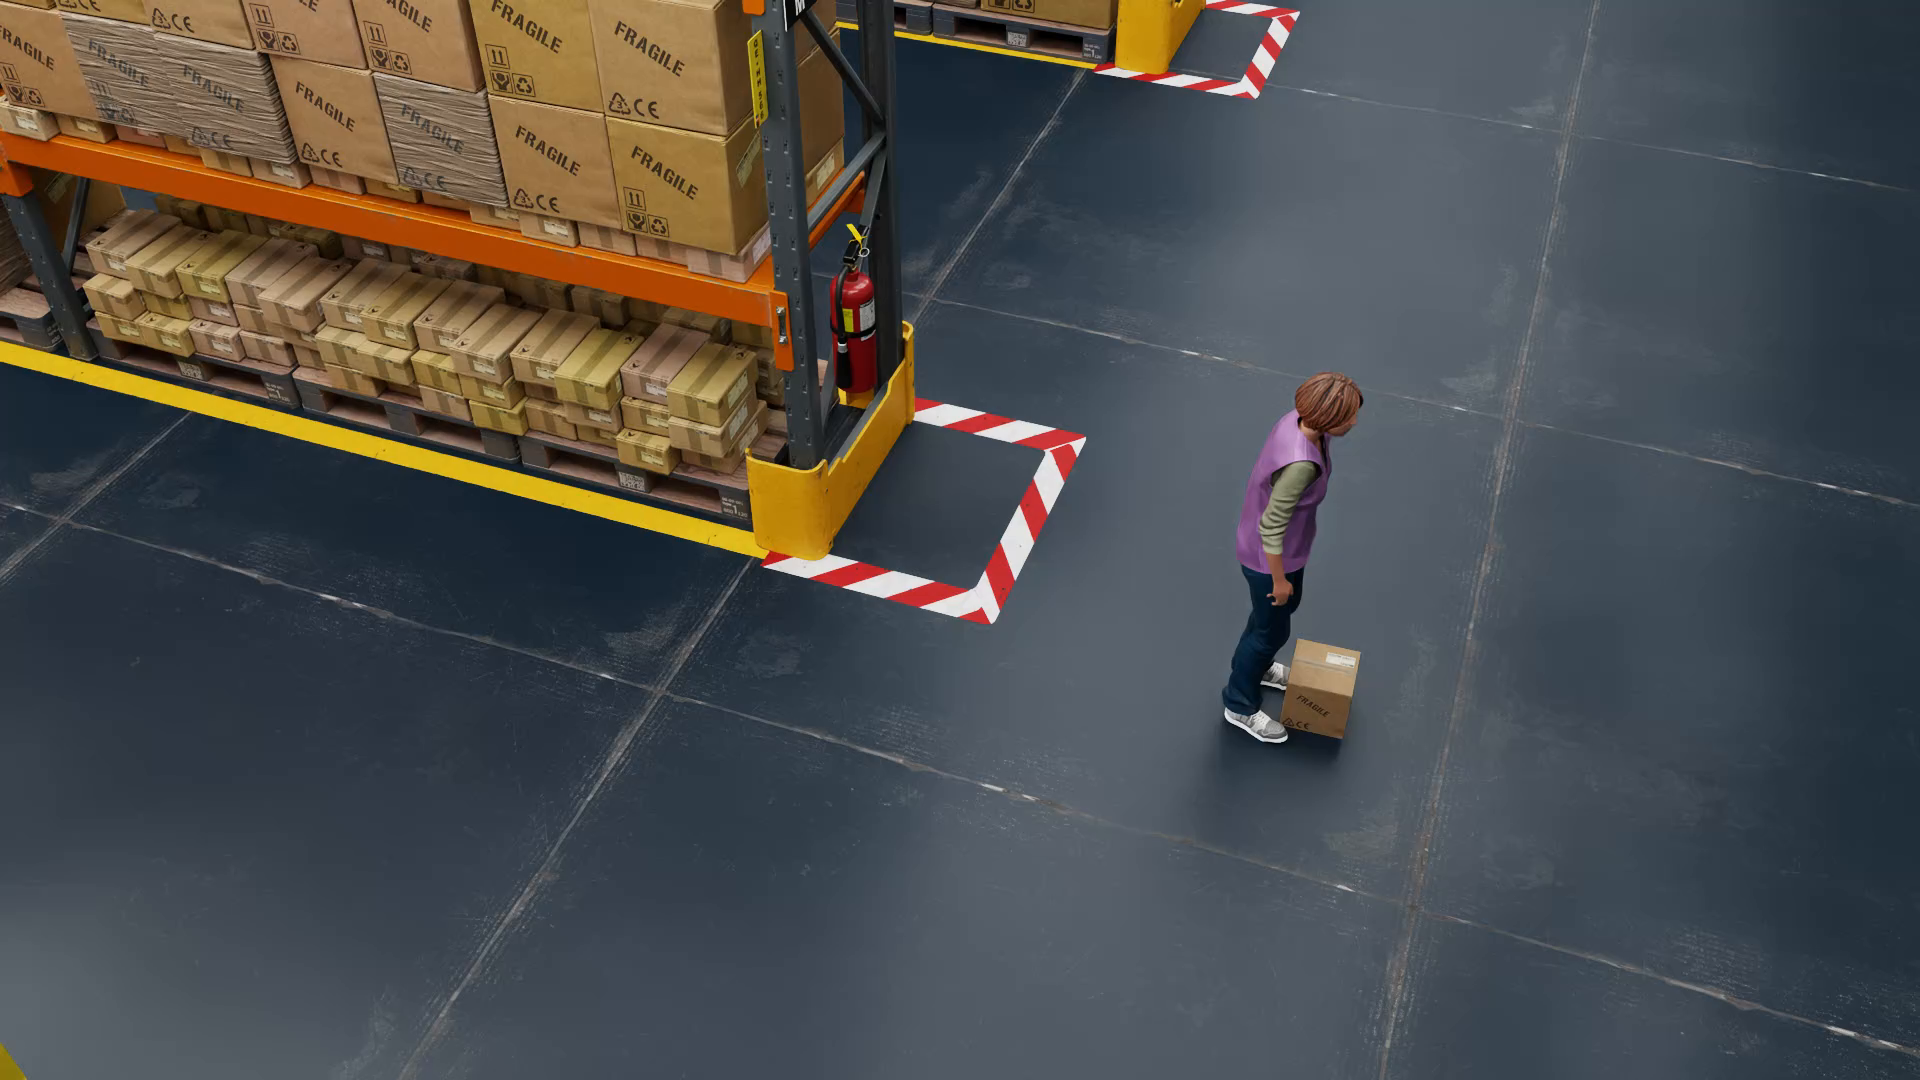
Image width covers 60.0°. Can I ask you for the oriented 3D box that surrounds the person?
[{"bbox_3d":[1.191,0.037,6.128,0.350,1.591,0.470,13,44,14],"label":"person"}]
